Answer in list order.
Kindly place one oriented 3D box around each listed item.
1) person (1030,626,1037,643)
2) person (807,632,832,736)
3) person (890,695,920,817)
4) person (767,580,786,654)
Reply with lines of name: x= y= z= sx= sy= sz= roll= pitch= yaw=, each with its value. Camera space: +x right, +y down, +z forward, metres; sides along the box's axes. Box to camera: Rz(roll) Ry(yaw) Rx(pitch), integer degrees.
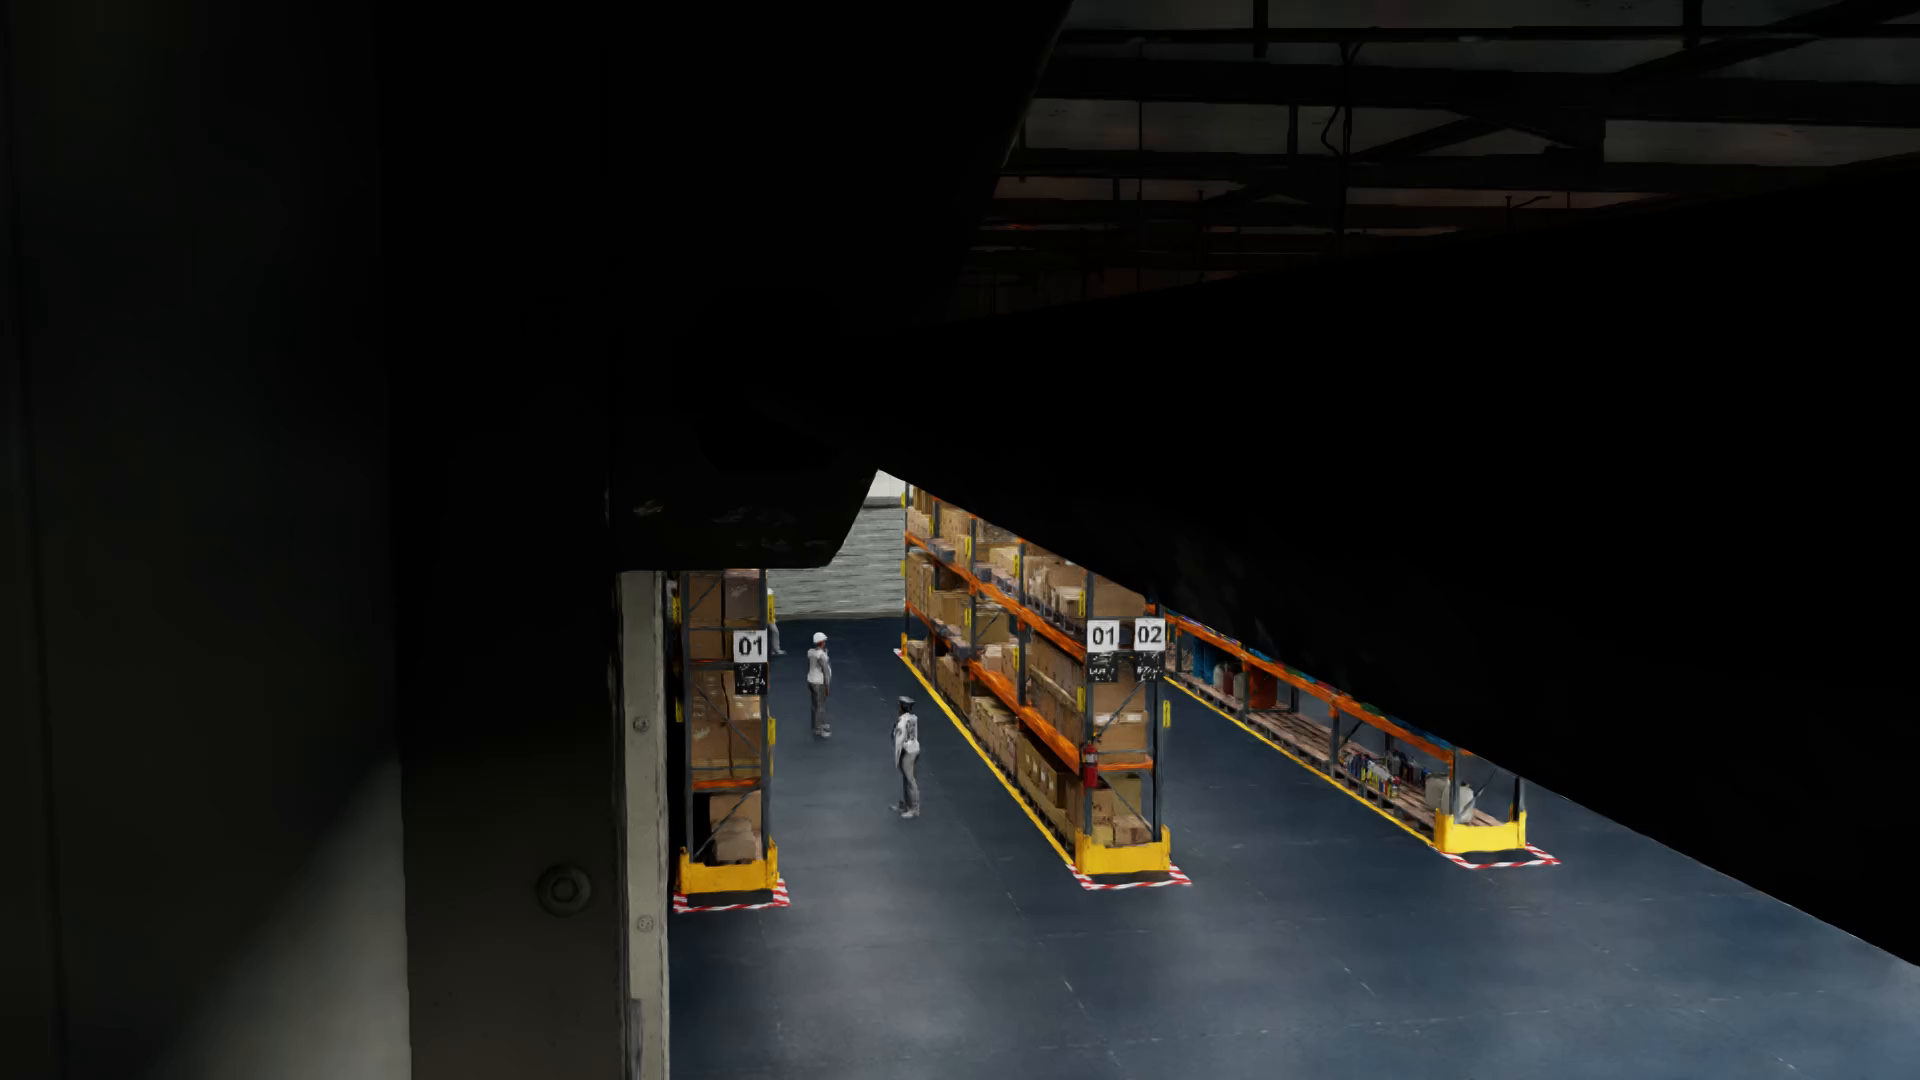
person: x=1.928 y=1.477 z=38.154 sx=0.540 sy=1.778 sz=0.718 roll=3 pitch=6 yaw=23
person: x=-2.388 y=2.457 z=28.681 sx=0.466 sy=1.777 sz=0.595 roll=-4 pitch=7 yaw=-34
person: x=-0.781 y=3.048 z=23.596 sx=0.544 sy=1.656 sz=0.572 roll=2 pitch=6 yaw=19
person: x=-4.348 y=1.671 z=36.634 sx=0.732 sy=1.717 sz=0.872 roll=-3 pitch=7 yaw=-30
